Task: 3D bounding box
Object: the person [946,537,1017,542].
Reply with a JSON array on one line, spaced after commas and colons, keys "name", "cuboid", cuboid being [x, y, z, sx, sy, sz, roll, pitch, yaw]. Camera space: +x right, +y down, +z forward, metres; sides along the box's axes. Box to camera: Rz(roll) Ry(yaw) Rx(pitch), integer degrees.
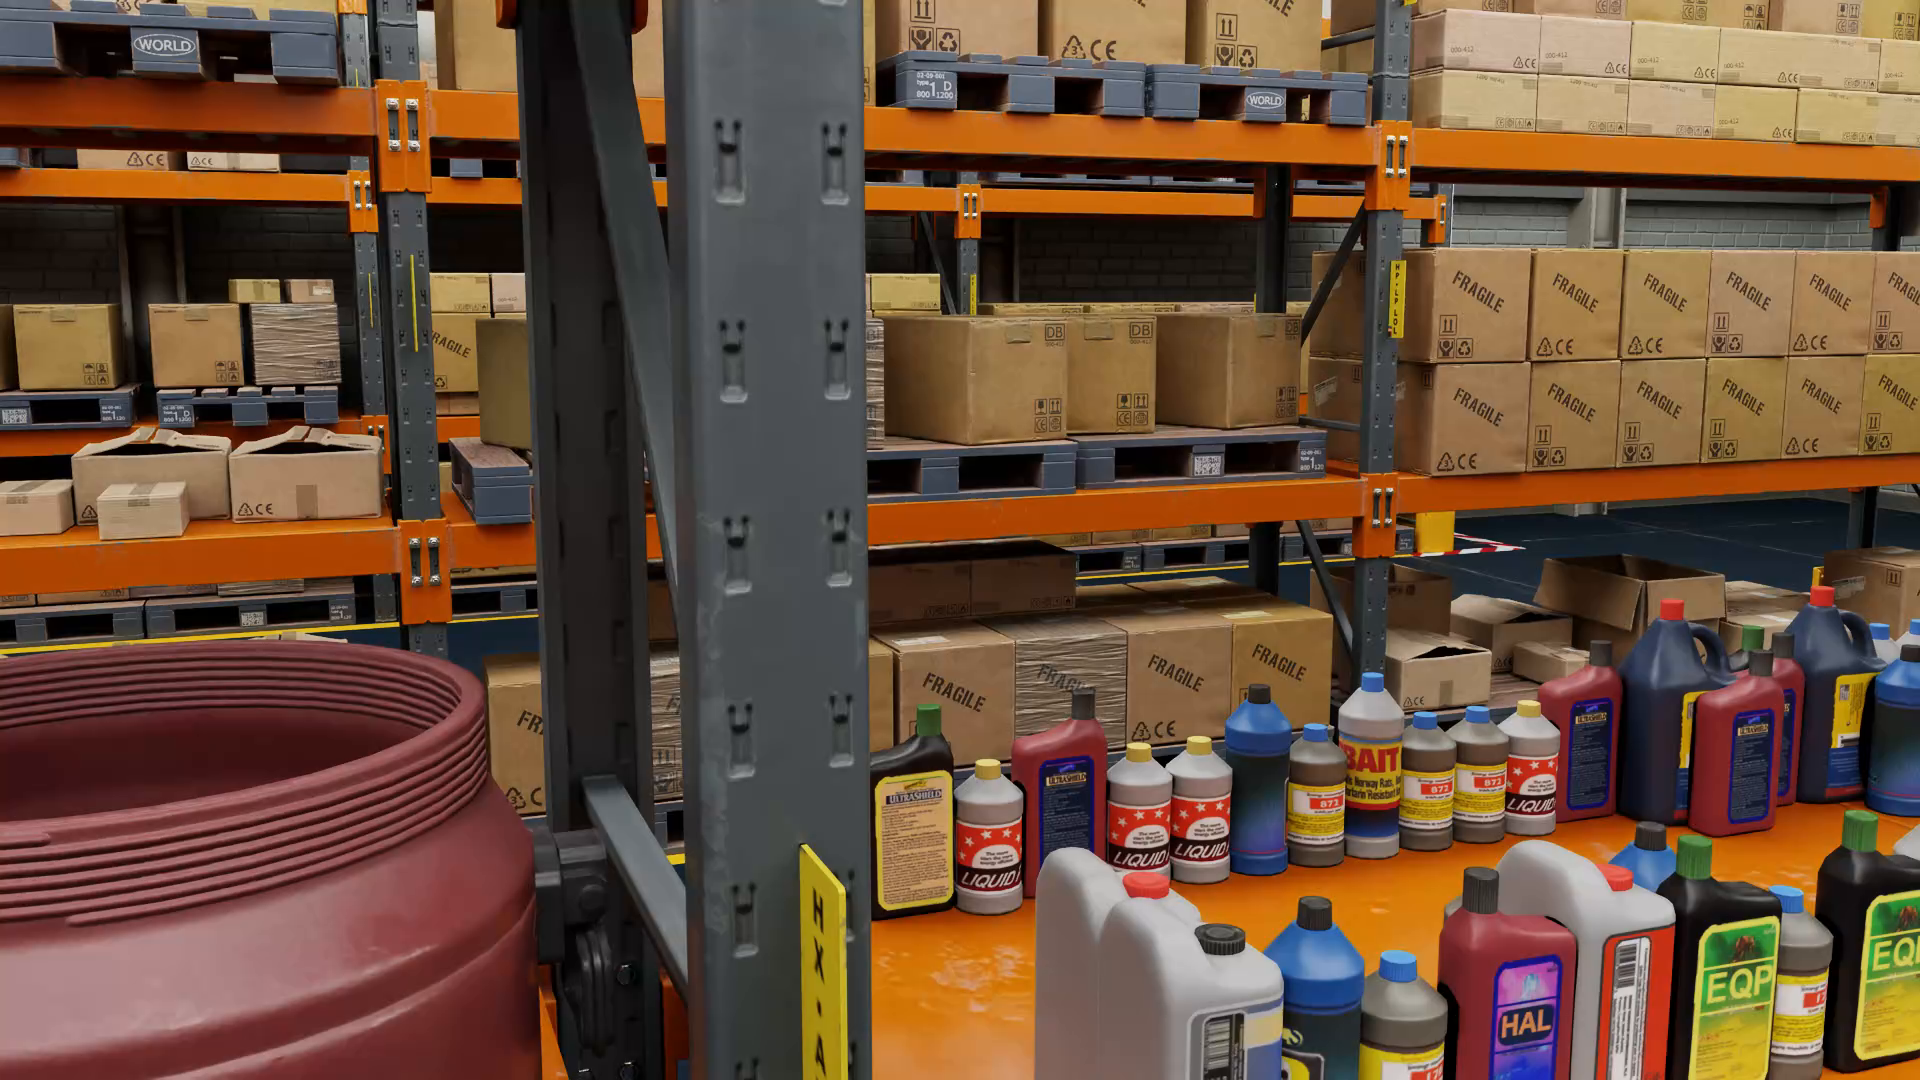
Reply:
[{"name": "person", "cuboid": [0.083, -0.185, 9.640, 0.490, 1.722, 0.524, -3, 9, -21]}]
